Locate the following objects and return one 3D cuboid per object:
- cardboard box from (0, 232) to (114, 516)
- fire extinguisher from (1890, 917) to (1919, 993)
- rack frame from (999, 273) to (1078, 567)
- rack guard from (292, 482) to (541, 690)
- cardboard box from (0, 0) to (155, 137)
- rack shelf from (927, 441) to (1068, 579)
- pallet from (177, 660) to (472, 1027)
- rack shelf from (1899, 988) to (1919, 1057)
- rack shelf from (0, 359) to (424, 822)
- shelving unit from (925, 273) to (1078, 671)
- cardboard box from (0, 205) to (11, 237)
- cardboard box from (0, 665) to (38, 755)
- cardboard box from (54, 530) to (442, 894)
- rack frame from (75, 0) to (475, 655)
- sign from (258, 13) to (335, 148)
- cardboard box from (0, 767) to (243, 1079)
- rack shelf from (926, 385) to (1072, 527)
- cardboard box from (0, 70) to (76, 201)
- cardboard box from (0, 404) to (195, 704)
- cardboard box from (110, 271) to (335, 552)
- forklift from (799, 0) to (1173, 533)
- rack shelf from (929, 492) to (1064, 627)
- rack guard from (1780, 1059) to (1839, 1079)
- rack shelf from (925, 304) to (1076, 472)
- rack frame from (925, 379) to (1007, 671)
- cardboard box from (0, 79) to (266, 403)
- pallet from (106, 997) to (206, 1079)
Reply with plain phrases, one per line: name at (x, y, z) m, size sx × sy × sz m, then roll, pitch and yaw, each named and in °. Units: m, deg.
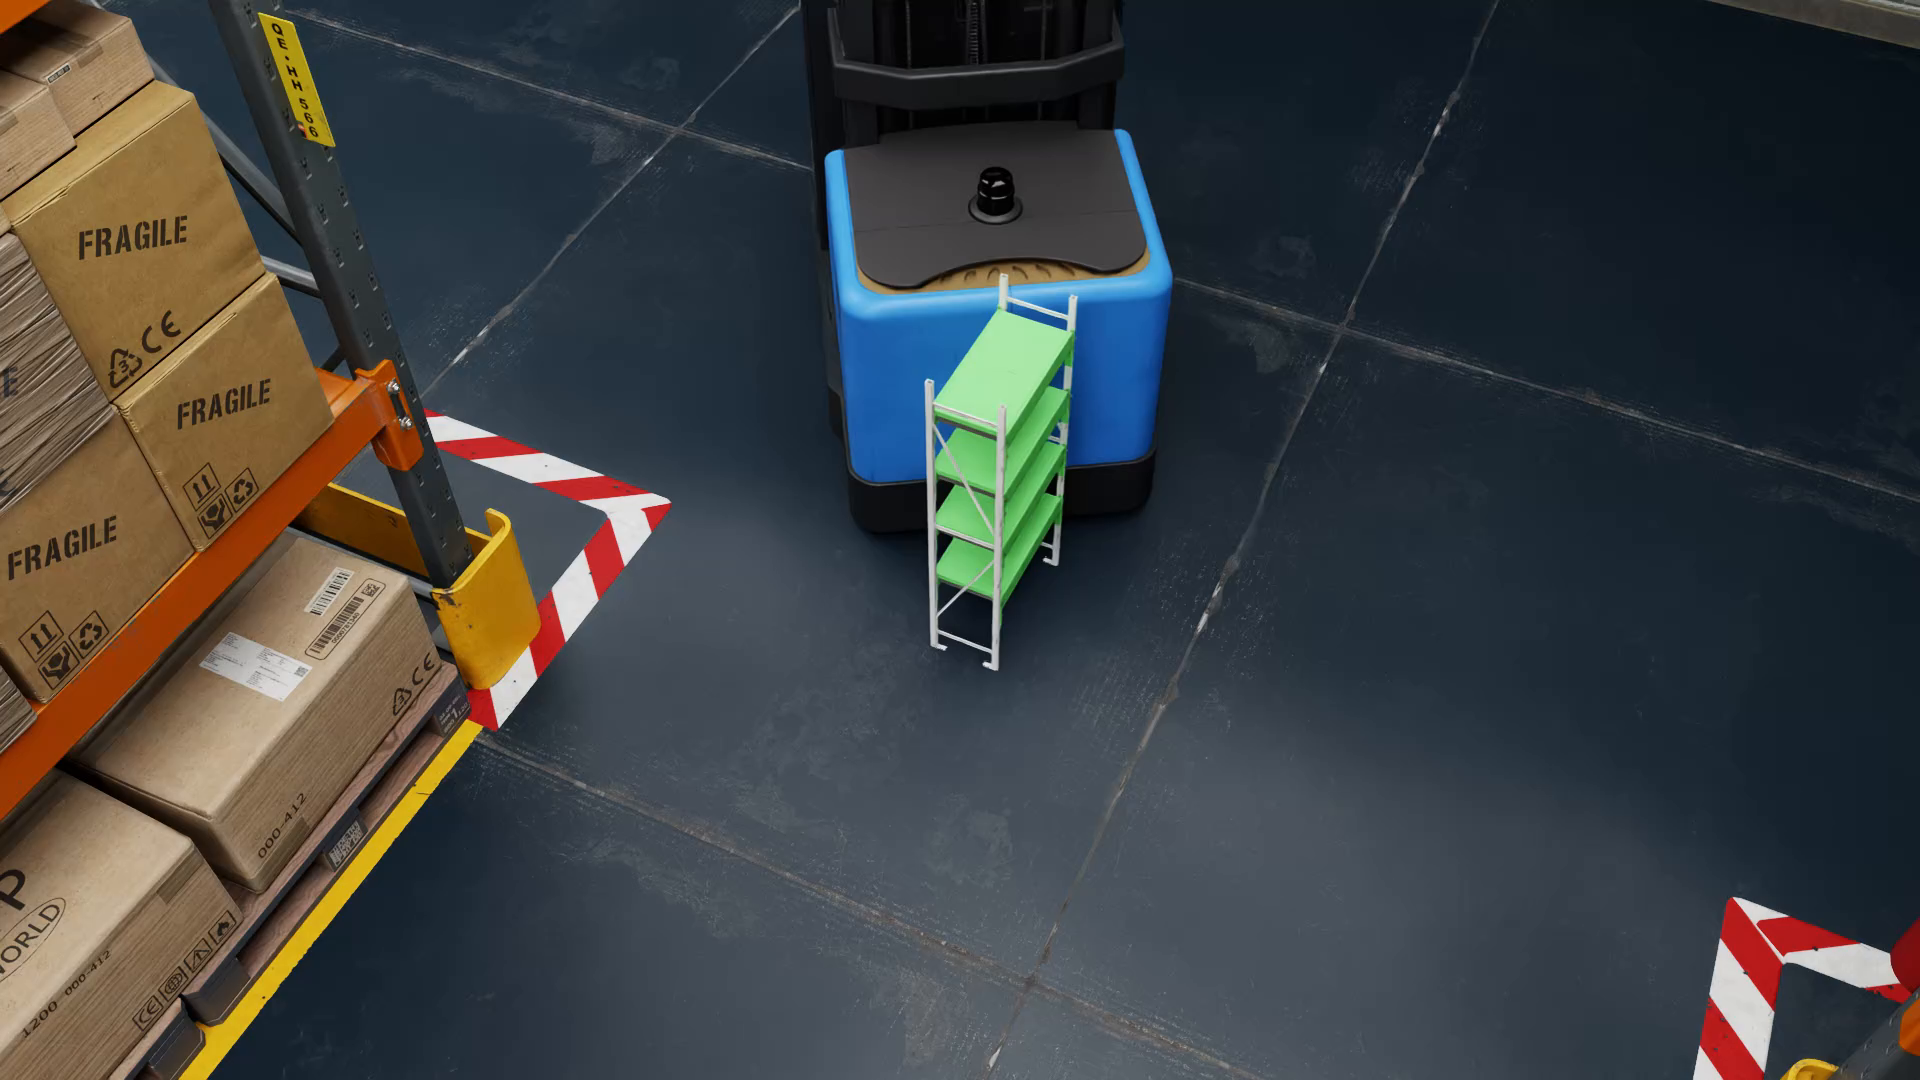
cardboard box at (-2.165, -0.343, 3.350) m, size 0.500 × 0.500 × 0.500 m, roll 20°, pitch 52°, yaw 16°
fire extinguisher at (2.157, 0.742, 3.445) m, size 0.296 × 0.674 × 0.183 m, roll 20°, pitch 52°, yaw 16°
rack frame at (0.227, -0.342, 5.253) m, size 0.240 × 1.200 × 0.015 m, roll 20°, pitch 53°, yaw 16°
rack guard at (-1.967, 0.028, 5.398) m, size 1.175 × 0.500 × 0.348 m, roll 20°, pitch 52°, yaw 16°
cardboard box at (-1.949, -1.020, 3.500) m, size 0.380 × 0.149 × 0.250 m, roll 20°, pitch 53°, yaw 17°
rack shelf at (0.121, -0.133, 5.160) m, size 0.258 × 0.148 × 0.480 m, roll 20°, pitch 53°, yaw 16°
pallet at (-2.248, 0.715, 5.003) m, size 1.003 × 0.211 × 1.213 m, roll 20°, pitch 52°, yaw 16°
rack shelf at (1.658, 2.458, 2.162) m, size 1.077 × 0.370 × 4.000 m, roll 20°, pitch 52°, yaw 16°
rack shelf at (-2.832, 0.845, 3.534) m, size 1.077 × 0.370 × 4.000 m, roll 20°, pitch 52°, yaw 16°
shelving unit at (0.121, -0.175, 5.111) m, size 0.258 × 1.200 × 0.503 m, roll 20°, pitch 53°, yaw 16°
cardboard box at (-2.070, -0.632, 3.170) m, size 0.380 × 0.149 × 0.250 m, roll 19°, pitch 52°, yaw 16°
cardboard box at (-2.383, 0.319, 3.444) m, size 0.500 × 0.500 × 0.500 m, roll 21°, pitch 53°, yaw 17°
cardboard box at (-2.169, 0.416, 4.833) m, size 0.875 × 0.438 × 0.875 m, roll 18°, pitch 52°, yaw 15°
rack frame at (-1.977, -0.765, 4.432) m, size 1.000 × 3.000 × 0.127 m, roll 20°, pitch 52°, yaw 16°
sign at (-1.492, -1.031, 3.742) m, size 0.100 × 0.325 × 0.005 m, roll 20°, pitch 52°, yaw 16°
cardboard box at (-2.552, 1.049, 4.294) m, size 0.875 × 0.438 × 0.875 m, roll 21°, pitch 53°, yaw 17°
rack shelf at (0.121, -0.289, 4.977) m, size 0.258 × 0.148 × 0.480 m, roll 20°, pitch 53°, yaw 16°
cardboard box at (-2.036, -0.837, 3.345) m, size 0.380 × 0.149 × 0.250 m, roll 21°, pitch 53°, yaw 17°
cardboard box at (-2.172, -0.039, 3.748) m, size 0.500 × 0.500 × 0.500 m, roll 19°, pitch 52°, yaw 15°
cardboard box at (-1.944, -0.379, 4.038) m, size 0.500 × 0.500 × 0.500 m, roll 20°, pitch 53°, yaw 16°
forklift at (-0.022, -2.112, 5.622) m, size 1.130 × 2.935 × 3.031 m, roll -5°, pitch 50°, yaw -4°
rack shelf at (0.121, 0.022, 5.342) m, size 0.258 × 0.148 × 0.480 m, roll 20°, pitch 53°, yaw 16°
rack guard at (2.480, 1.710, 3.967) m, size 1.175 × 0.500 × 0.348 m, roll 20°, pitch 52°, yaw 16°
rack shelf at (0.121, -0.444, 4.794) m, size 0.258 × 0.148 × 0.480 m, roll 20°, pitch 53°, yaw 16°
rack frame at (0.015, -0.007, 4.968) m, size 0.240 × 1.200 × 0.015 m, roll 20°, pitch 53°, yaw 16°
cardboard box at (-1.968, -0.712, 3.664) m, size 0.500 × 0.500 × 0.500 m, roll 21°, pitch 53°, yaw 17°
pallet at (-2.770, 1.552, 4.291) m, size 1.003 × 0.211 × 1.213 m, roll 20°, pitch 52°, yaw 16°
